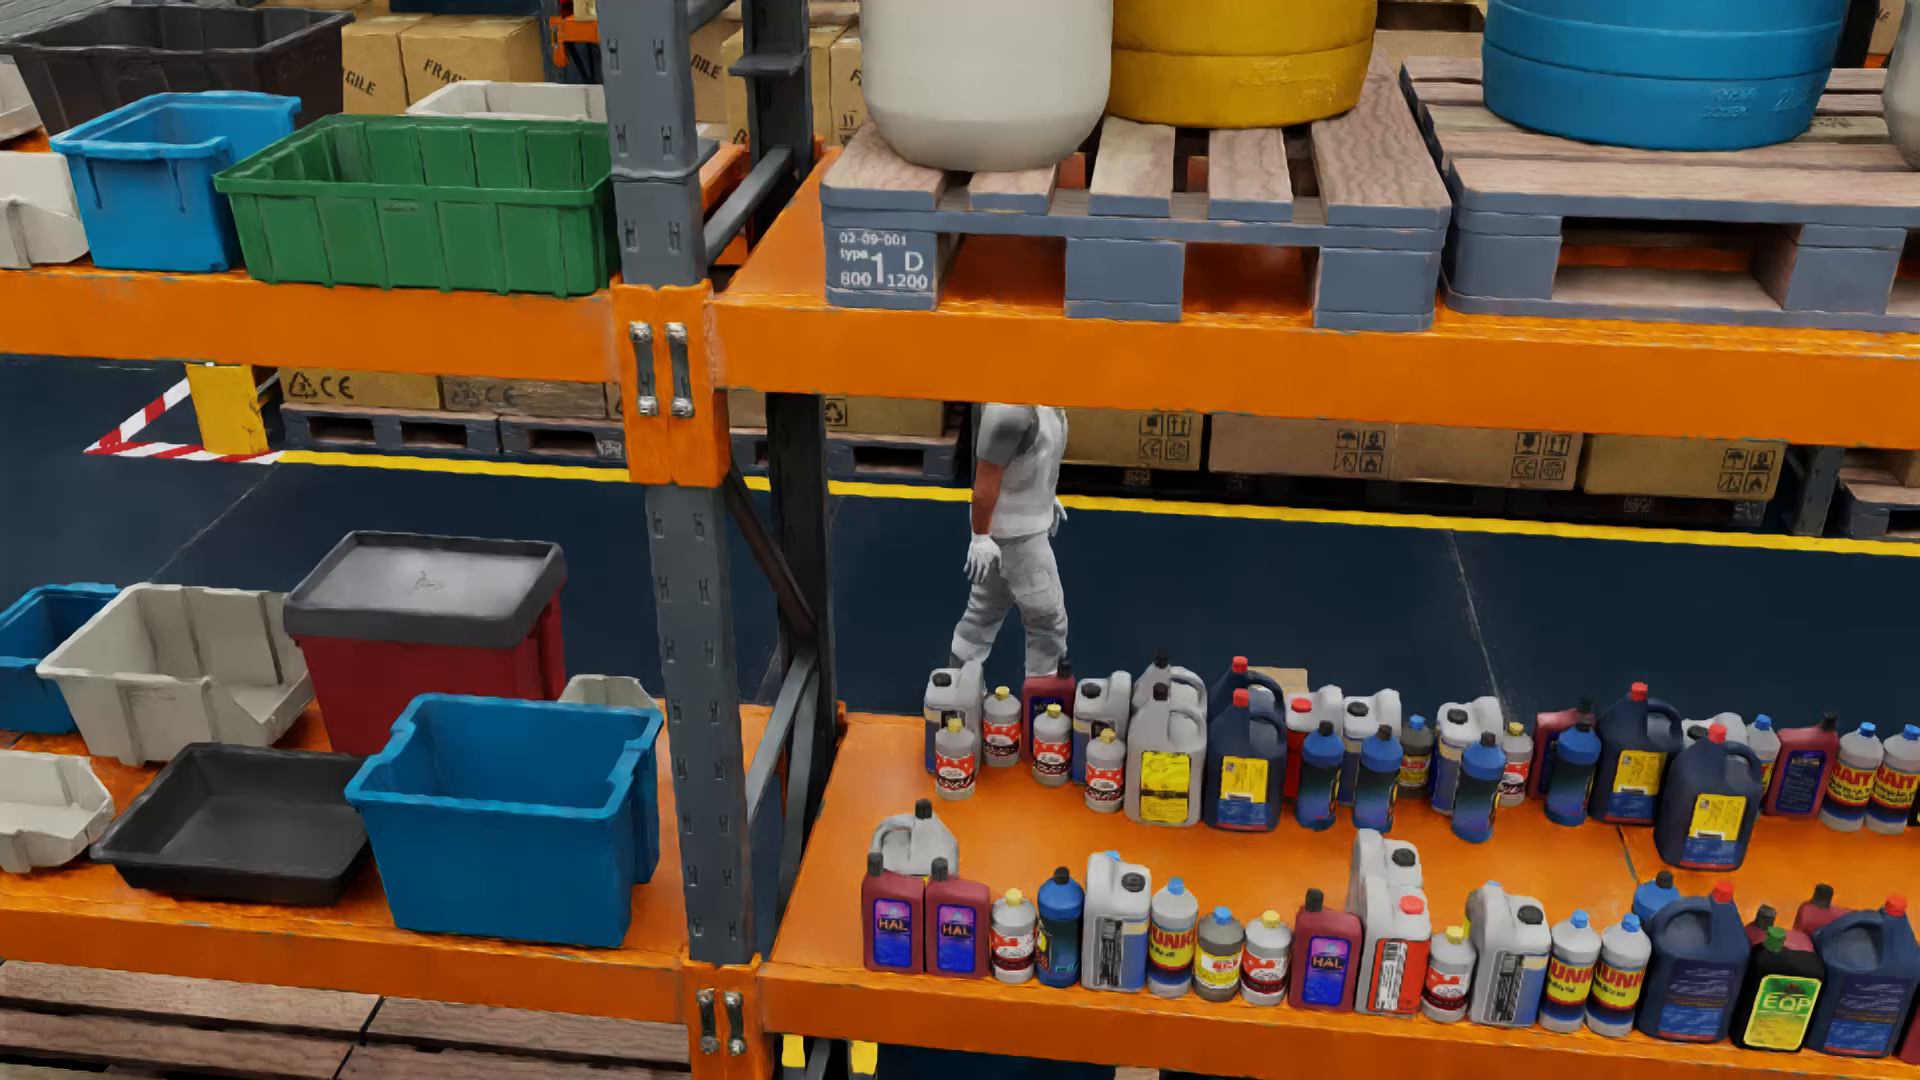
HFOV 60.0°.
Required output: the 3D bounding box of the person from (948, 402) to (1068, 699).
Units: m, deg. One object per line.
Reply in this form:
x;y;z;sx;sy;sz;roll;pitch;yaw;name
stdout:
0.282;-0.071;6.208;0.700;1.777;0.535;3;28;5;person
